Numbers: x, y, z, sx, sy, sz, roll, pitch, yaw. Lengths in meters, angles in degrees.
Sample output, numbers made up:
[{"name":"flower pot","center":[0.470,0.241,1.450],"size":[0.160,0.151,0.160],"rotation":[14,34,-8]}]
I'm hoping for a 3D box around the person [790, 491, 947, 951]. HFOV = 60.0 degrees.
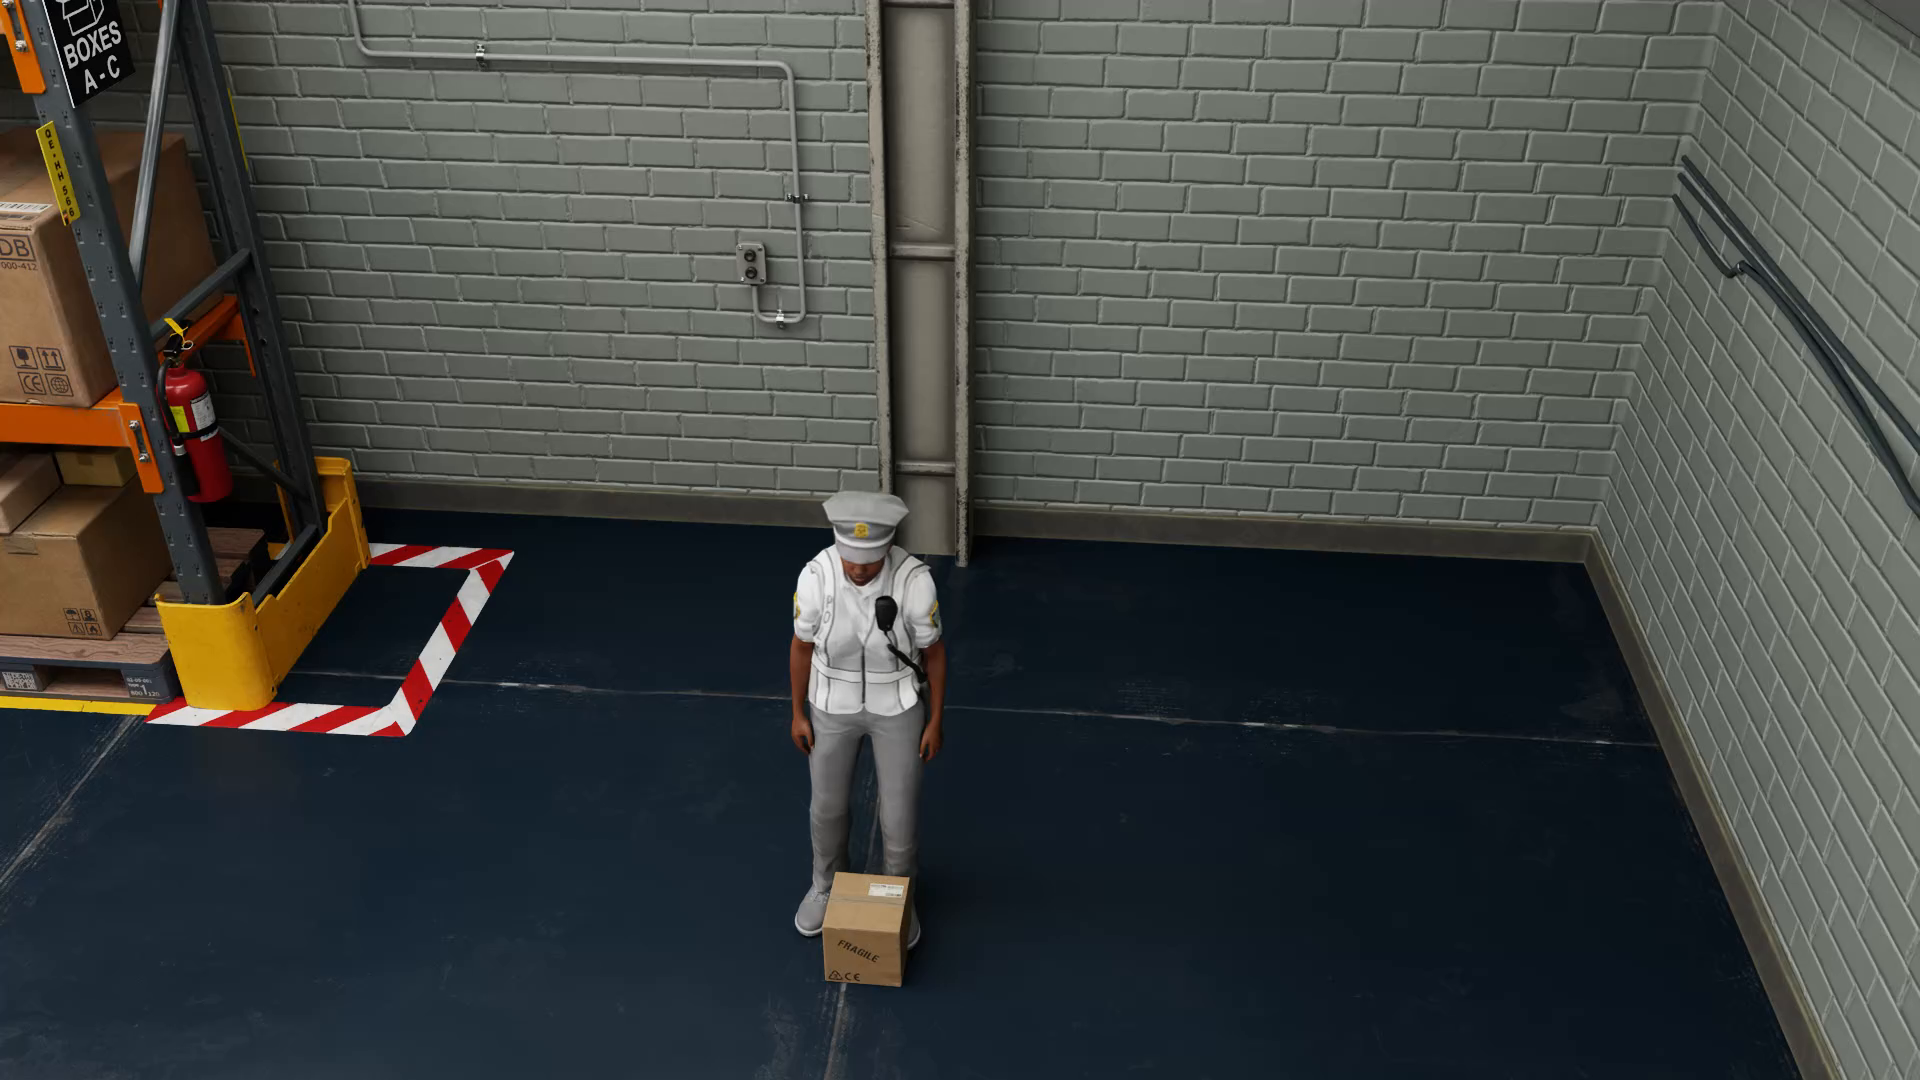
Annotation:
[{"name":"person","center":[-0.297,0.558,5.250],"size":[0.508,1.659,0.415],"rotation":[2,32,4]}]
